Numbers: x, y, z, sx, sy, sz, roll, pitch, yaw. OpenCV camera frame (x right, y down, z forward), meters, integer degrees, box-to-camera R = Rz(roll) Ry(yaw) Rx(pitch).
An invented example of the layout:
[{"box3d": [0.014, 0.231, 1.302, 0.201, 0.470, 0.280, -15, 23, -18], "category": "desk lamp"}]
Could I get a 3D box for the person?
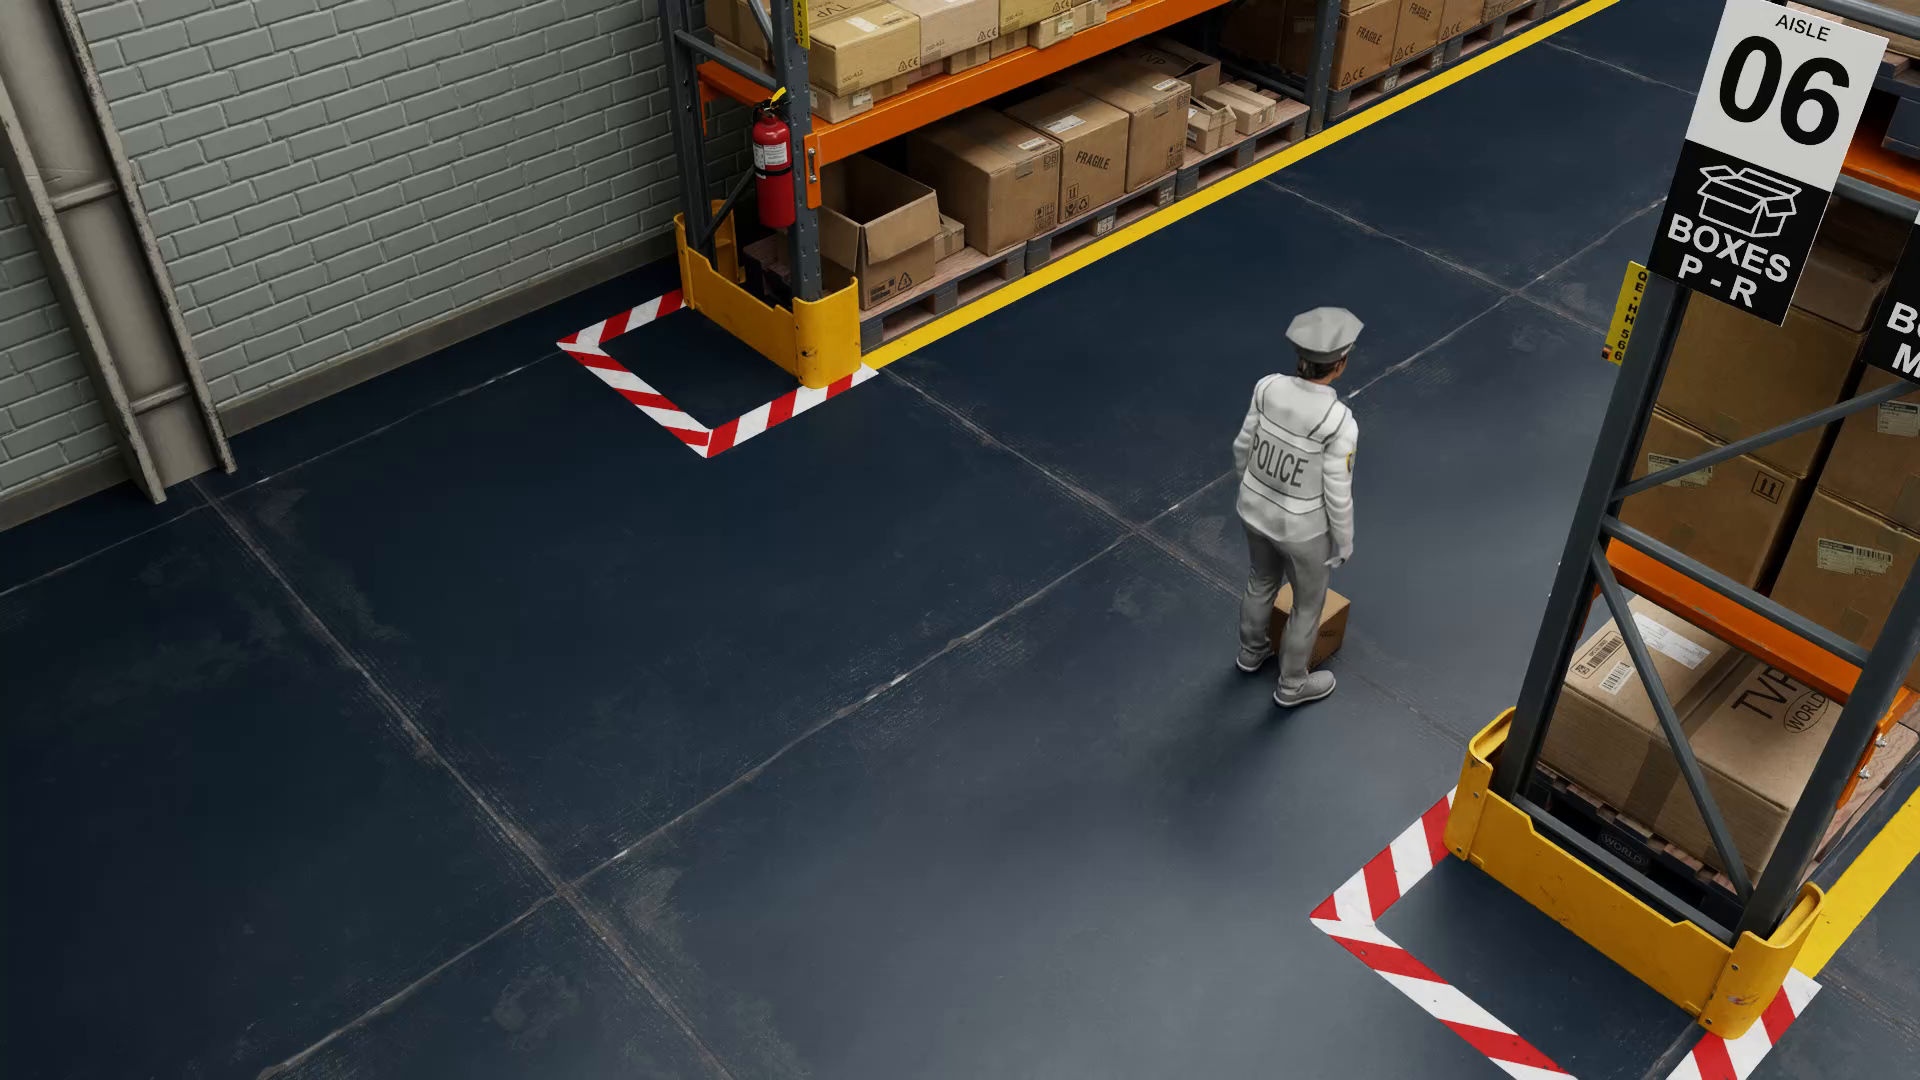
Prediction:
[{"box3d": [1.258, -0.096, 6.268, 0.404, 1.664, 0.530, -30, 49, -31], "category": "person"}]
